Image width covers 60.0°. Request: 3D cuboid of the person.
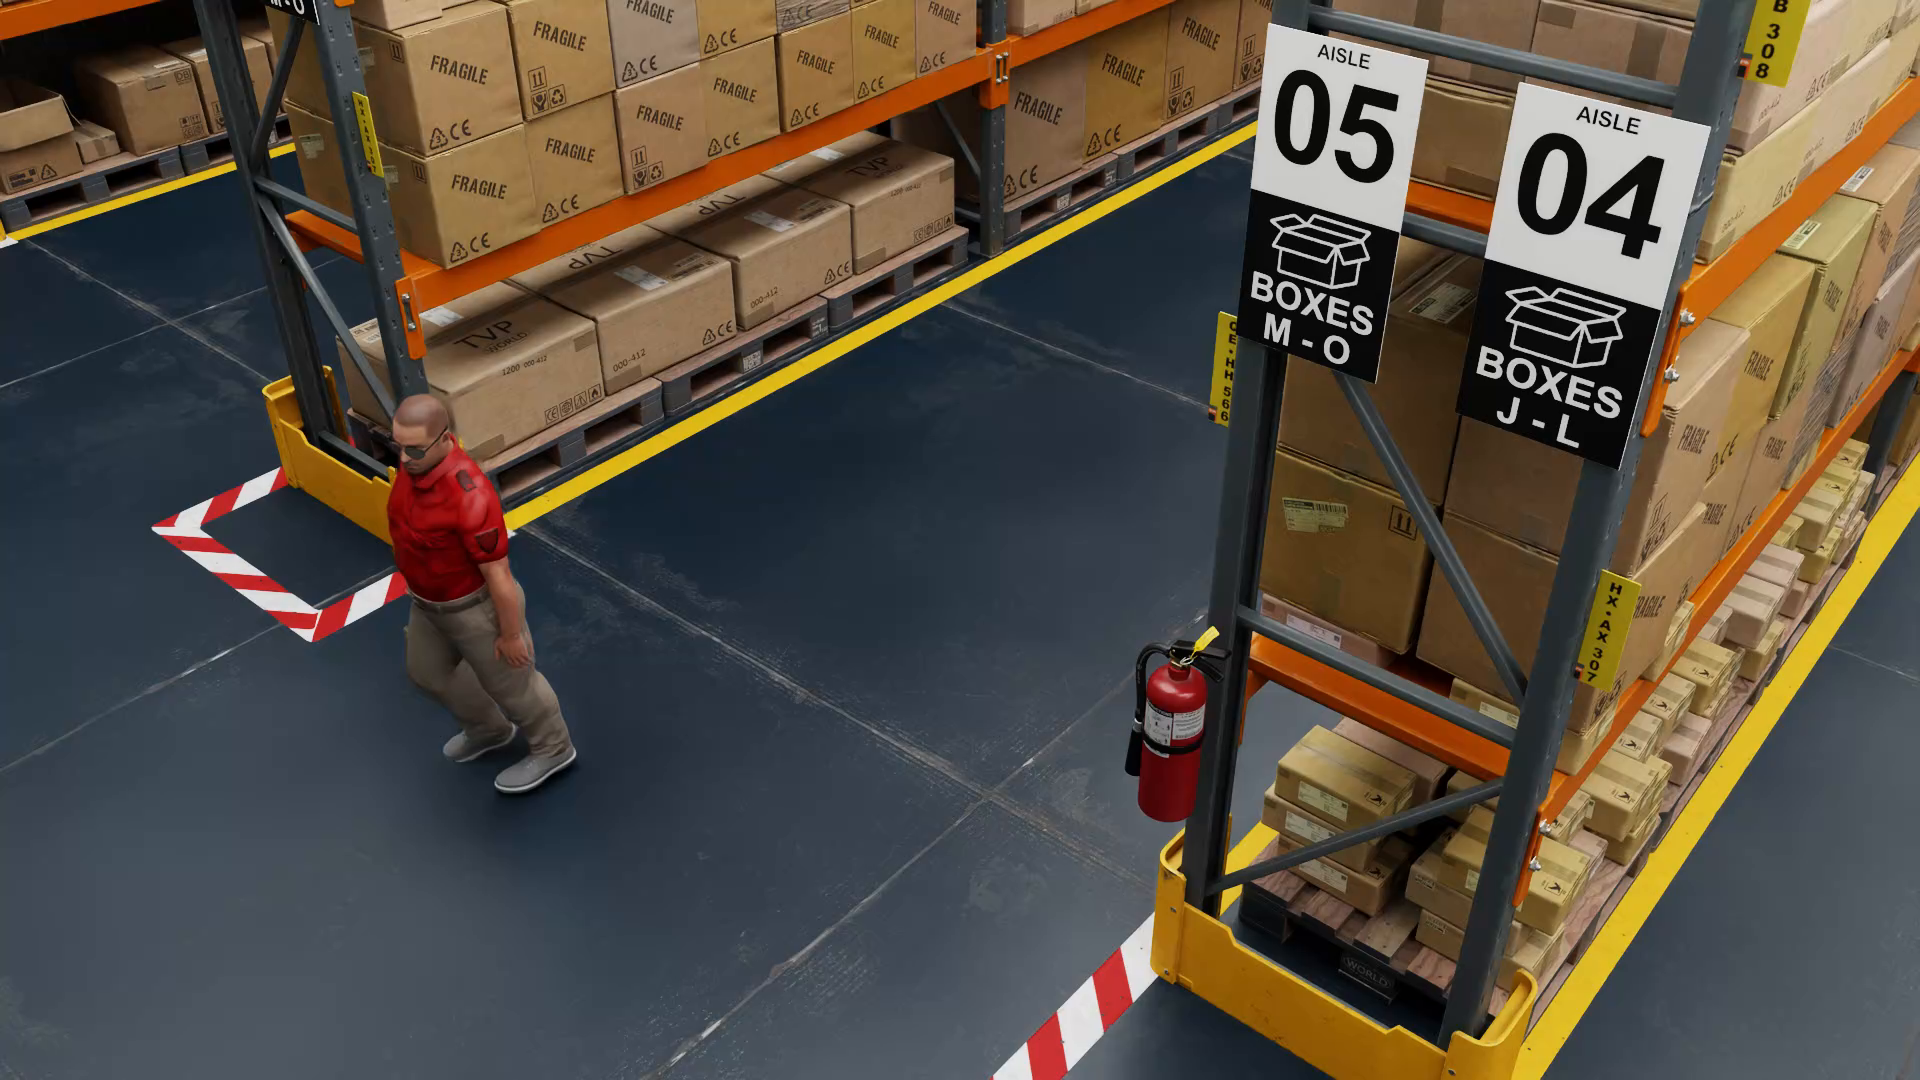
[{"bbox_3d":[-1.711,0.212,5.871,0.473,1.762,0.666,-27,43,-34],"label":"person"}]
